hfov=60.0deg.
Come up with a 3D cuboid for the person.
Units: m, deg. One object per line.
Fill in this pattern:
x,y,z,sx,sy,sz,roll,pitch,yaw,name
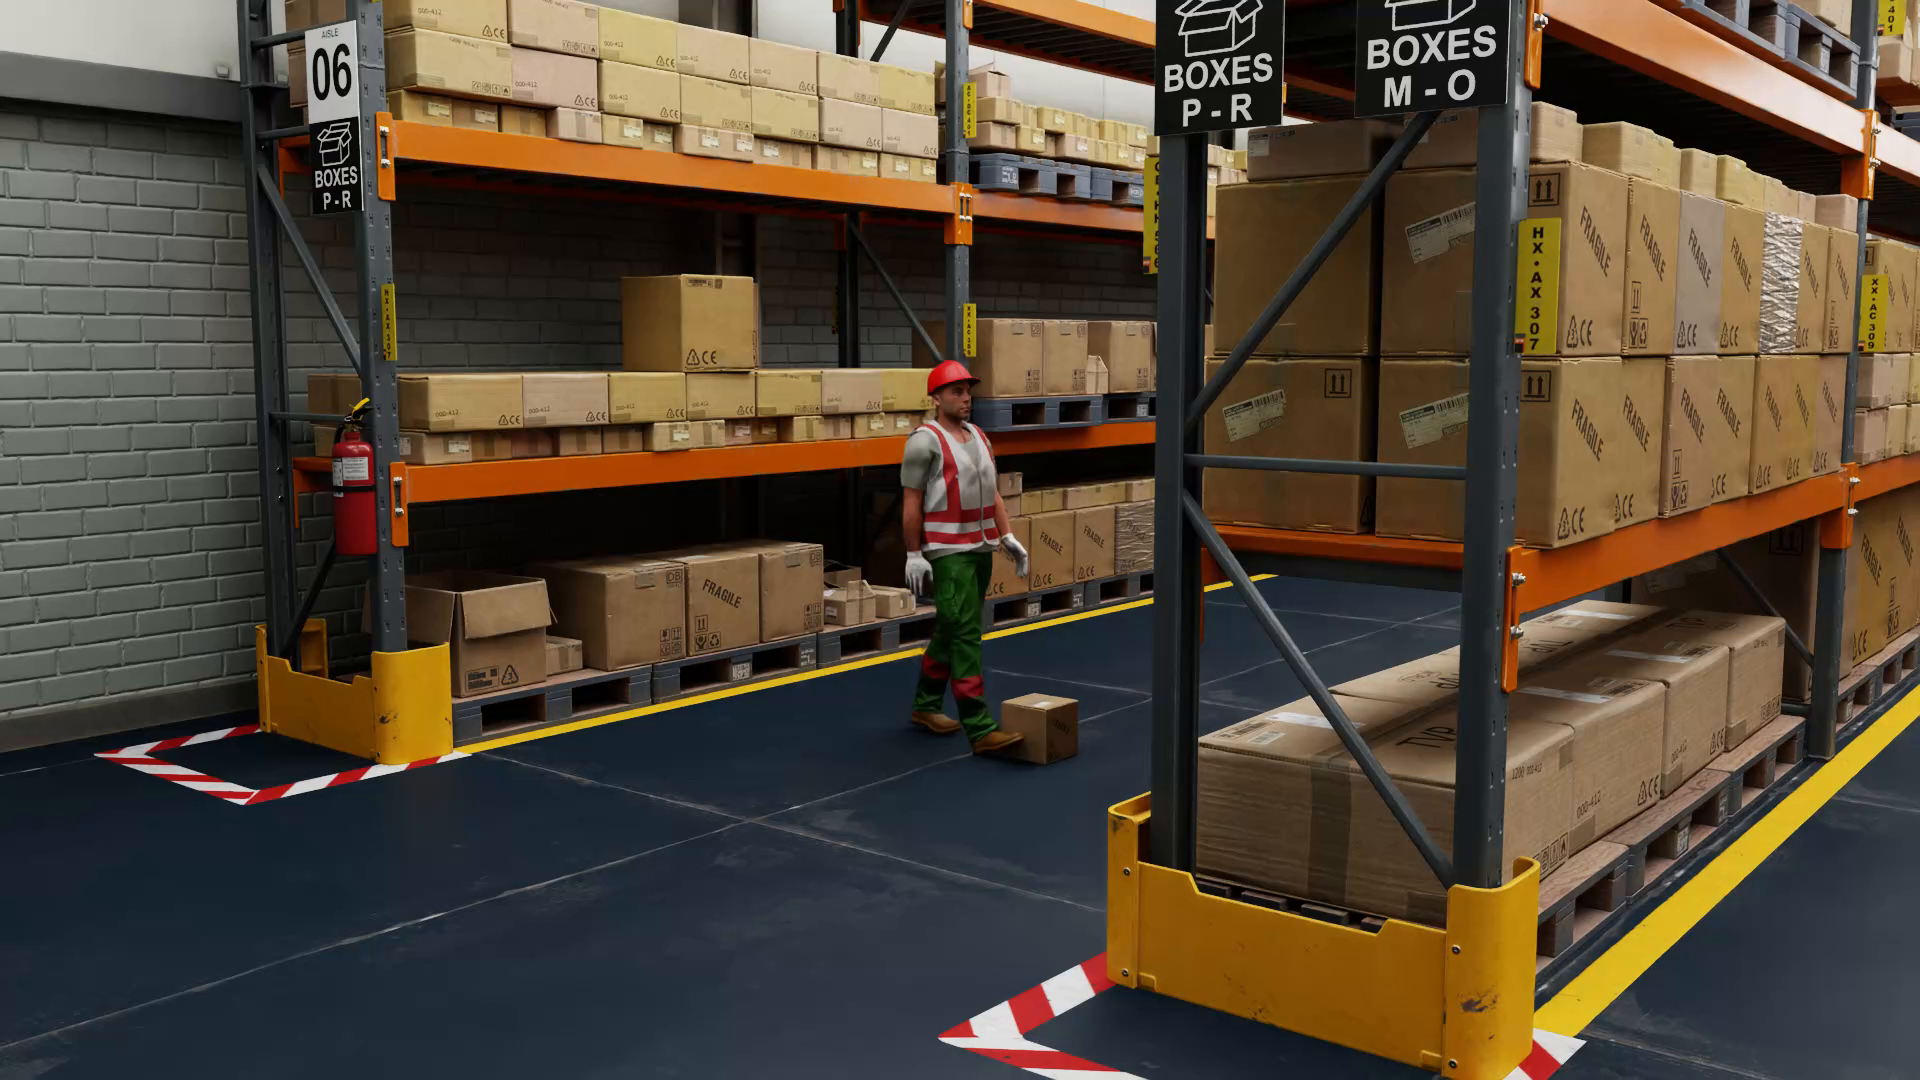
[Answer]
0.054,0.071,7.627,0.827,1.779,0.531,5,8,38,person
